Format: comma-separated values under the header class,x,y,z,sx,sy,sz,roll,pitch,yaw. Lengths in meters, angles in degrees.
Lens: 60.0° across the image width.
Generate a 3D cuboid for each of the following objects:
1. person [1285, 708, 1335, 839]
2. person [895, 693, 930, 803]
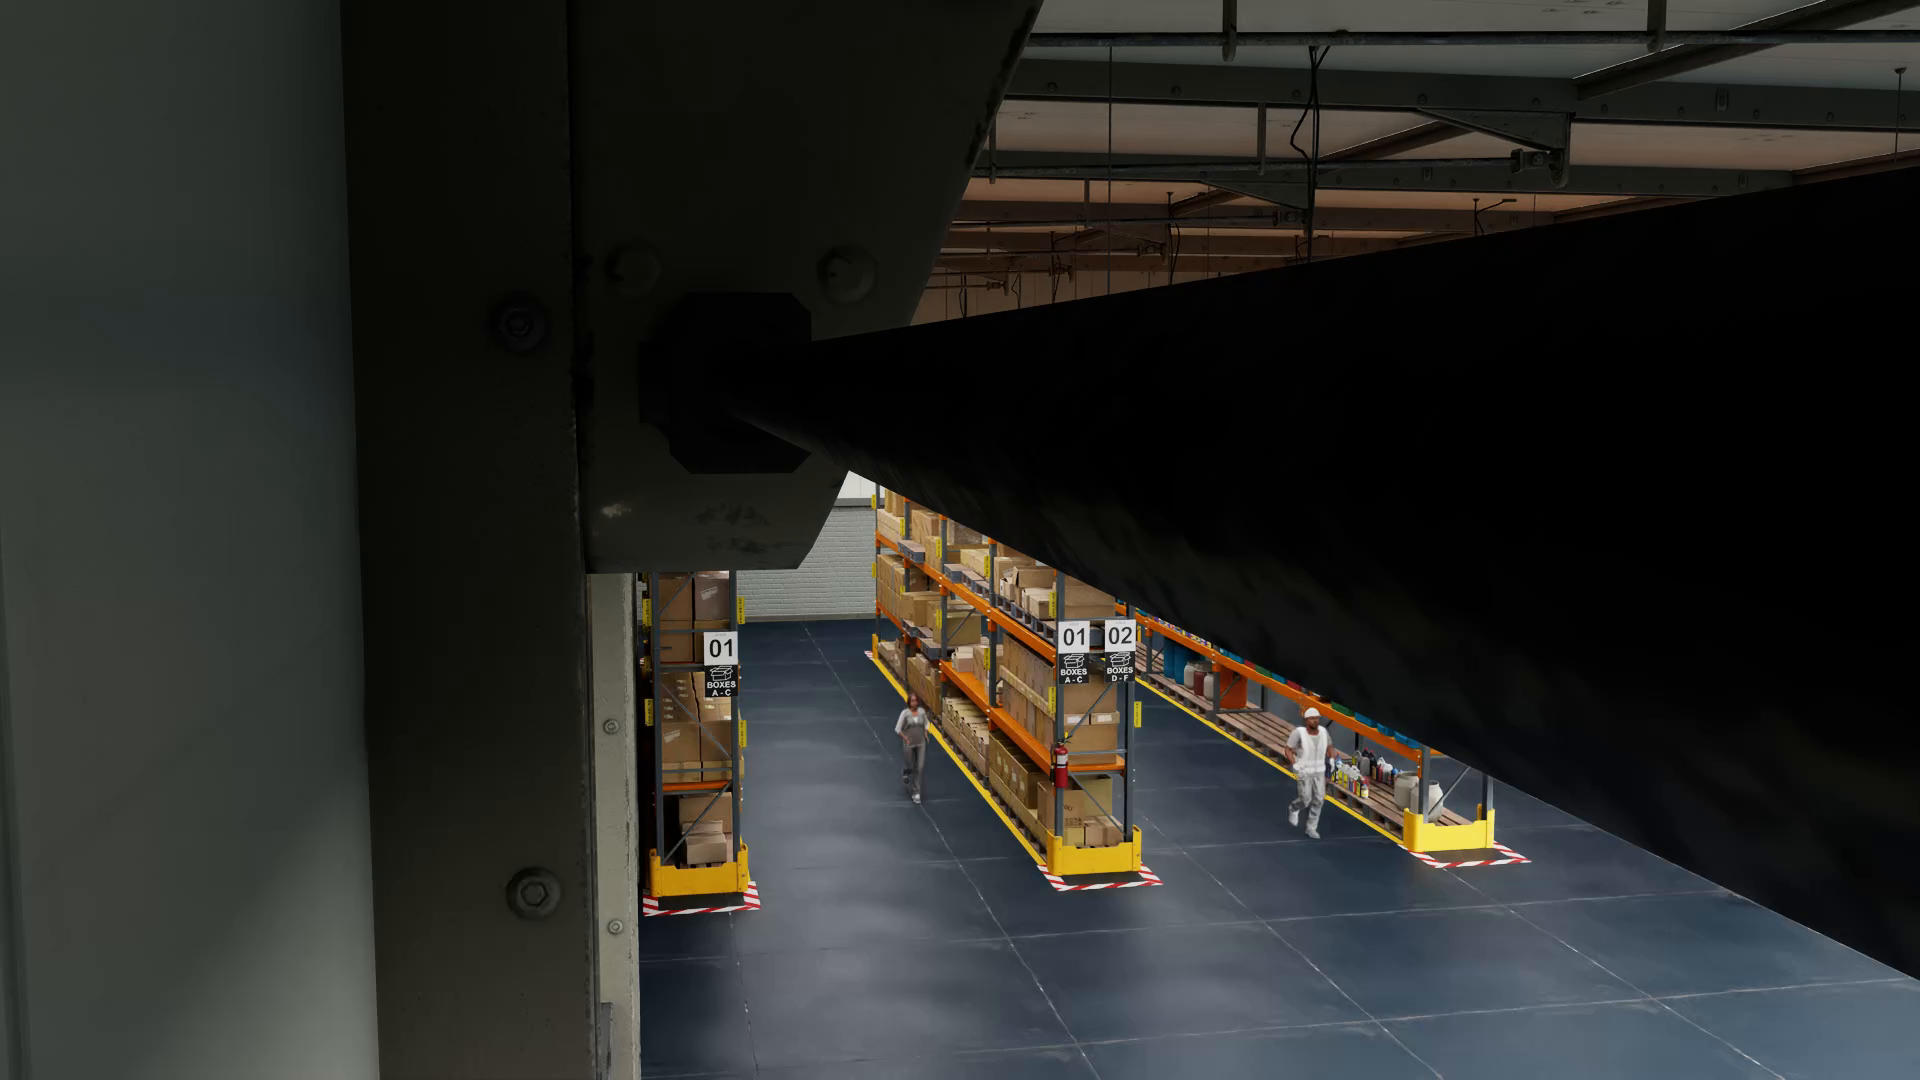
class,x,y,z,sx,sy,sz,roll,pitch,yaw
person,4.765,3.142,22.660,0.704,1.755,0.619,-1,6,-14
person,-0.691,3.037,24.570,0.547,1.584,0.759,-2,6,-15
